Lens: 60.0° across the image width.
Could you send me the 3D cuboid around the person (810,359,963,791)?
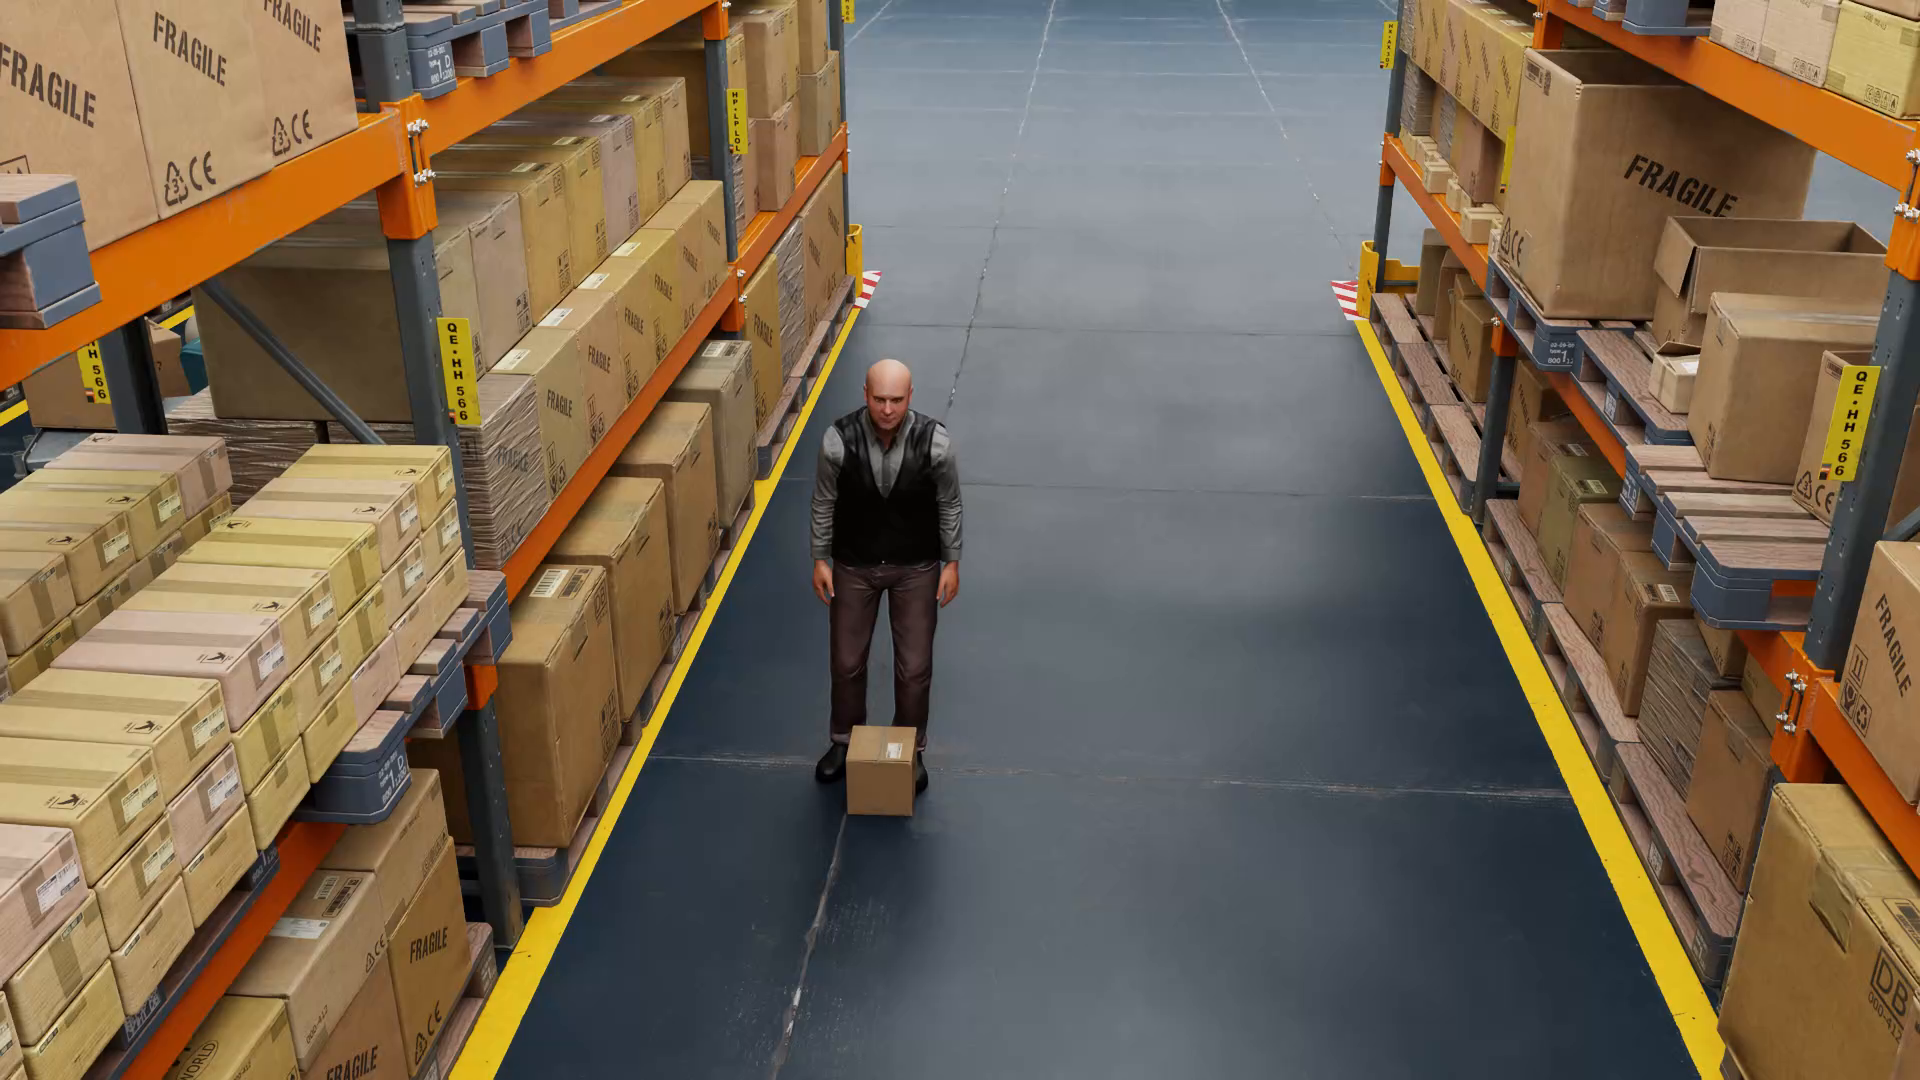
[{"bbox_3d":[-0.283,0.118,6.373,0.588,1.720,0.475,0,24,1],"label":"person"}]
